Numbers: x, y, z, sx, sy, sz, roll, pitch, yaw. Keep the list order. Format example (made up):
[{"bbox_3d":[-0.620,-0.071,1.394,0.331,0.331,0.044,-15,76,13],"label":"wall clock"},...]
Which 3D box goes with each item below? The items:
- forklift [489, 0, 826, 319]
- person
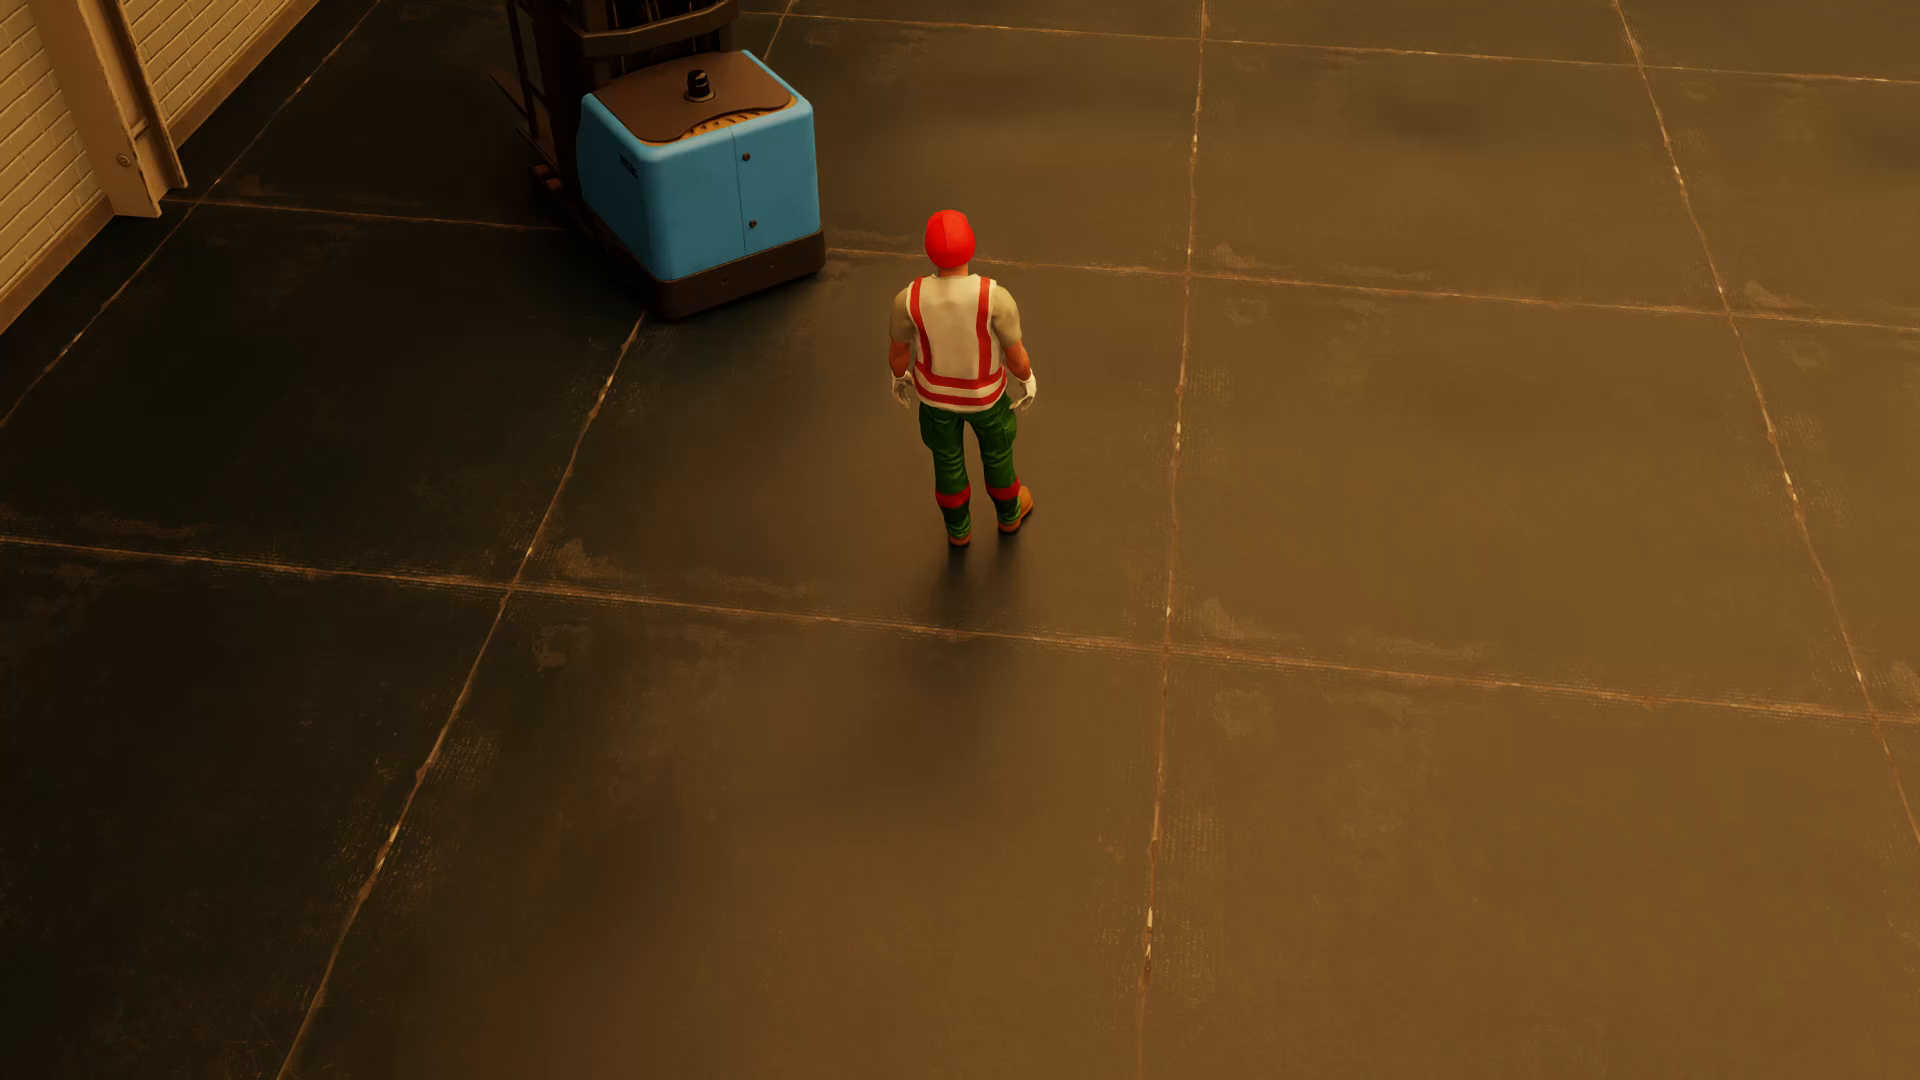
[{"bbox_3d":[-1.989,-3.262,9.275,1.130,2.935,3.031,-24,48,-24],"label":"forklift"},{"bbox_3d":[0.023,-0.718,7.338,0.637,1.790,0.562,5,43,6],"label":"person"}]
